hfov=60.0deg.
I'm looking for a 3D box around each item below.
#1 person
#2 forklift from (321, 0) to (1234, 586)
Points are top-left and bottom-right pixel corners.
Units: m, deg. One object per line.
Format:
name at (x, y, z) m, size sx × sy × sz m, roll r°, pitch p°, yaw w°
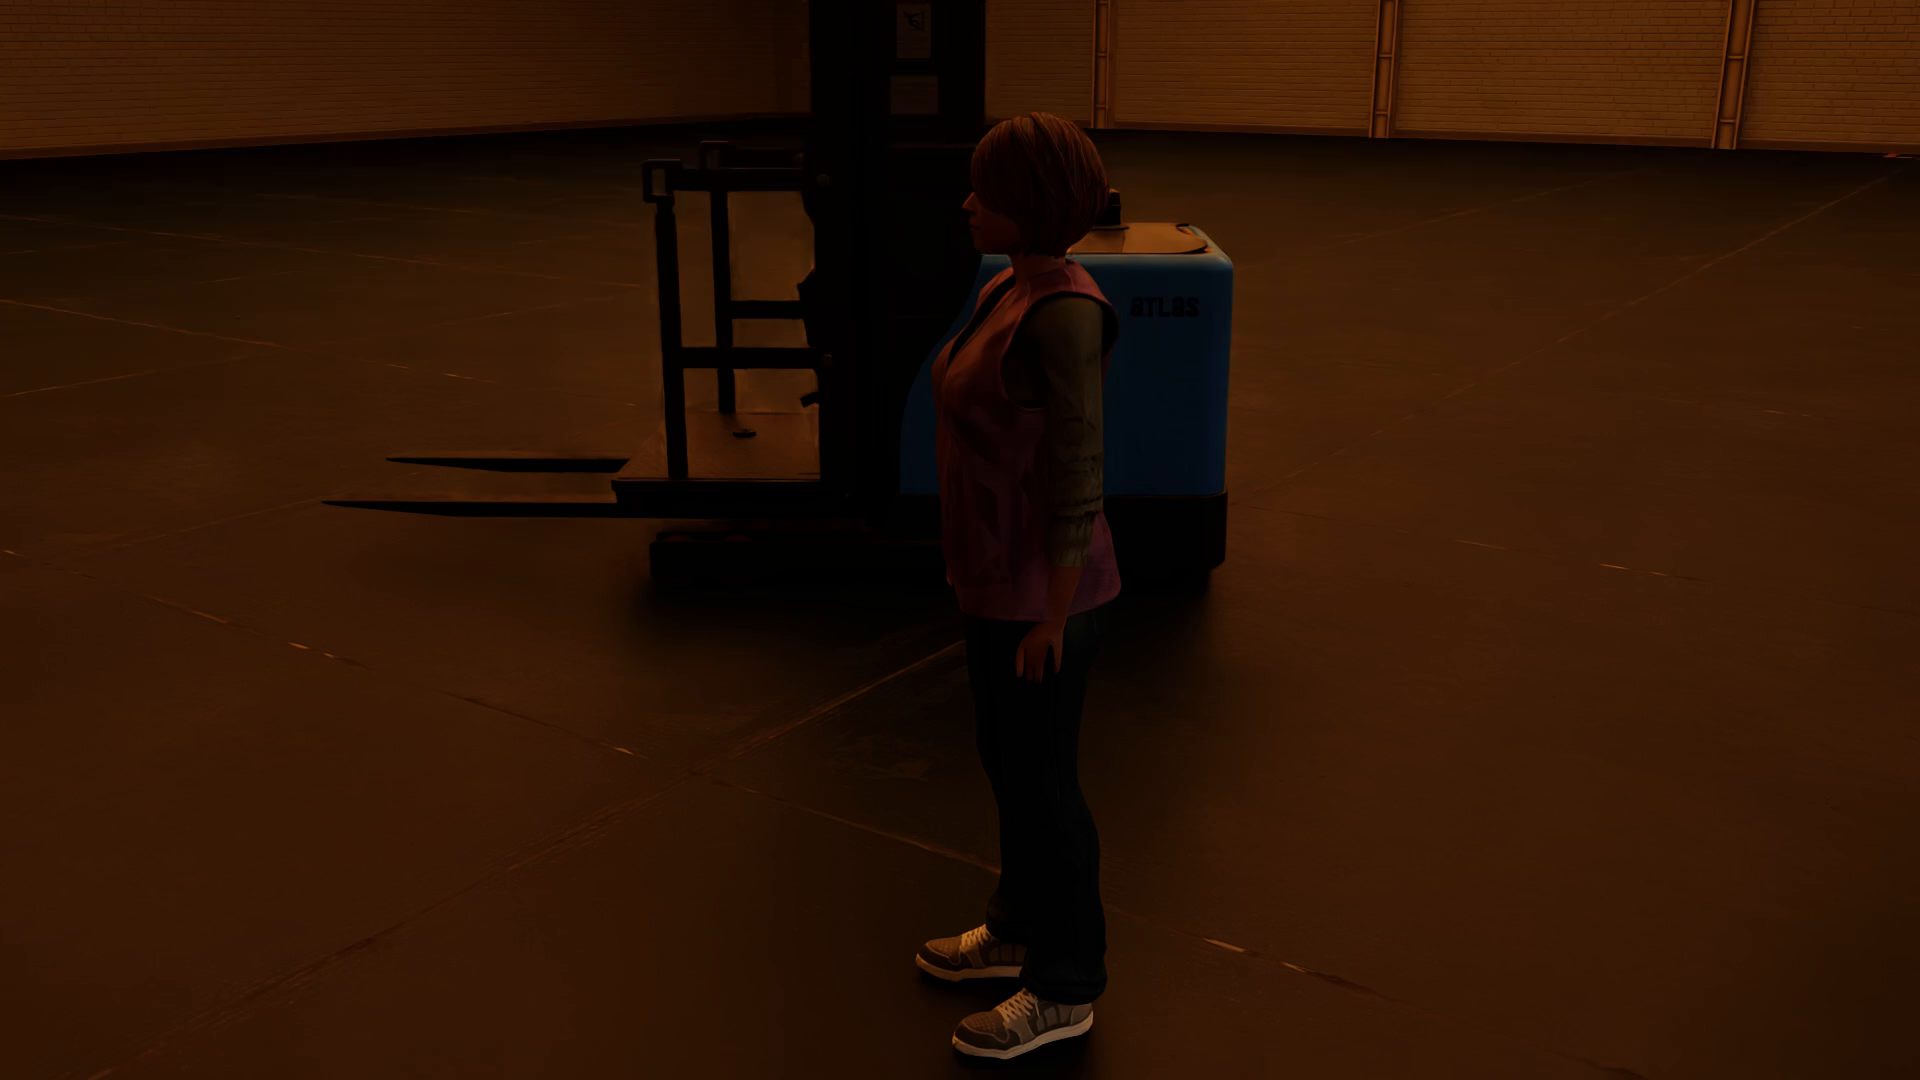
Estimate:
person at (0.105, 0.099, 2.825) m, size 0.319 × 1.603 × 0.405 m, roll -3°, pitch 17°, yaw -11°
forklift at (-0.633, -1.404, 5.526) m, size 3.031 × 2.935 × 1.130 m, roll 0°, pitch 17°, yaw 1°
